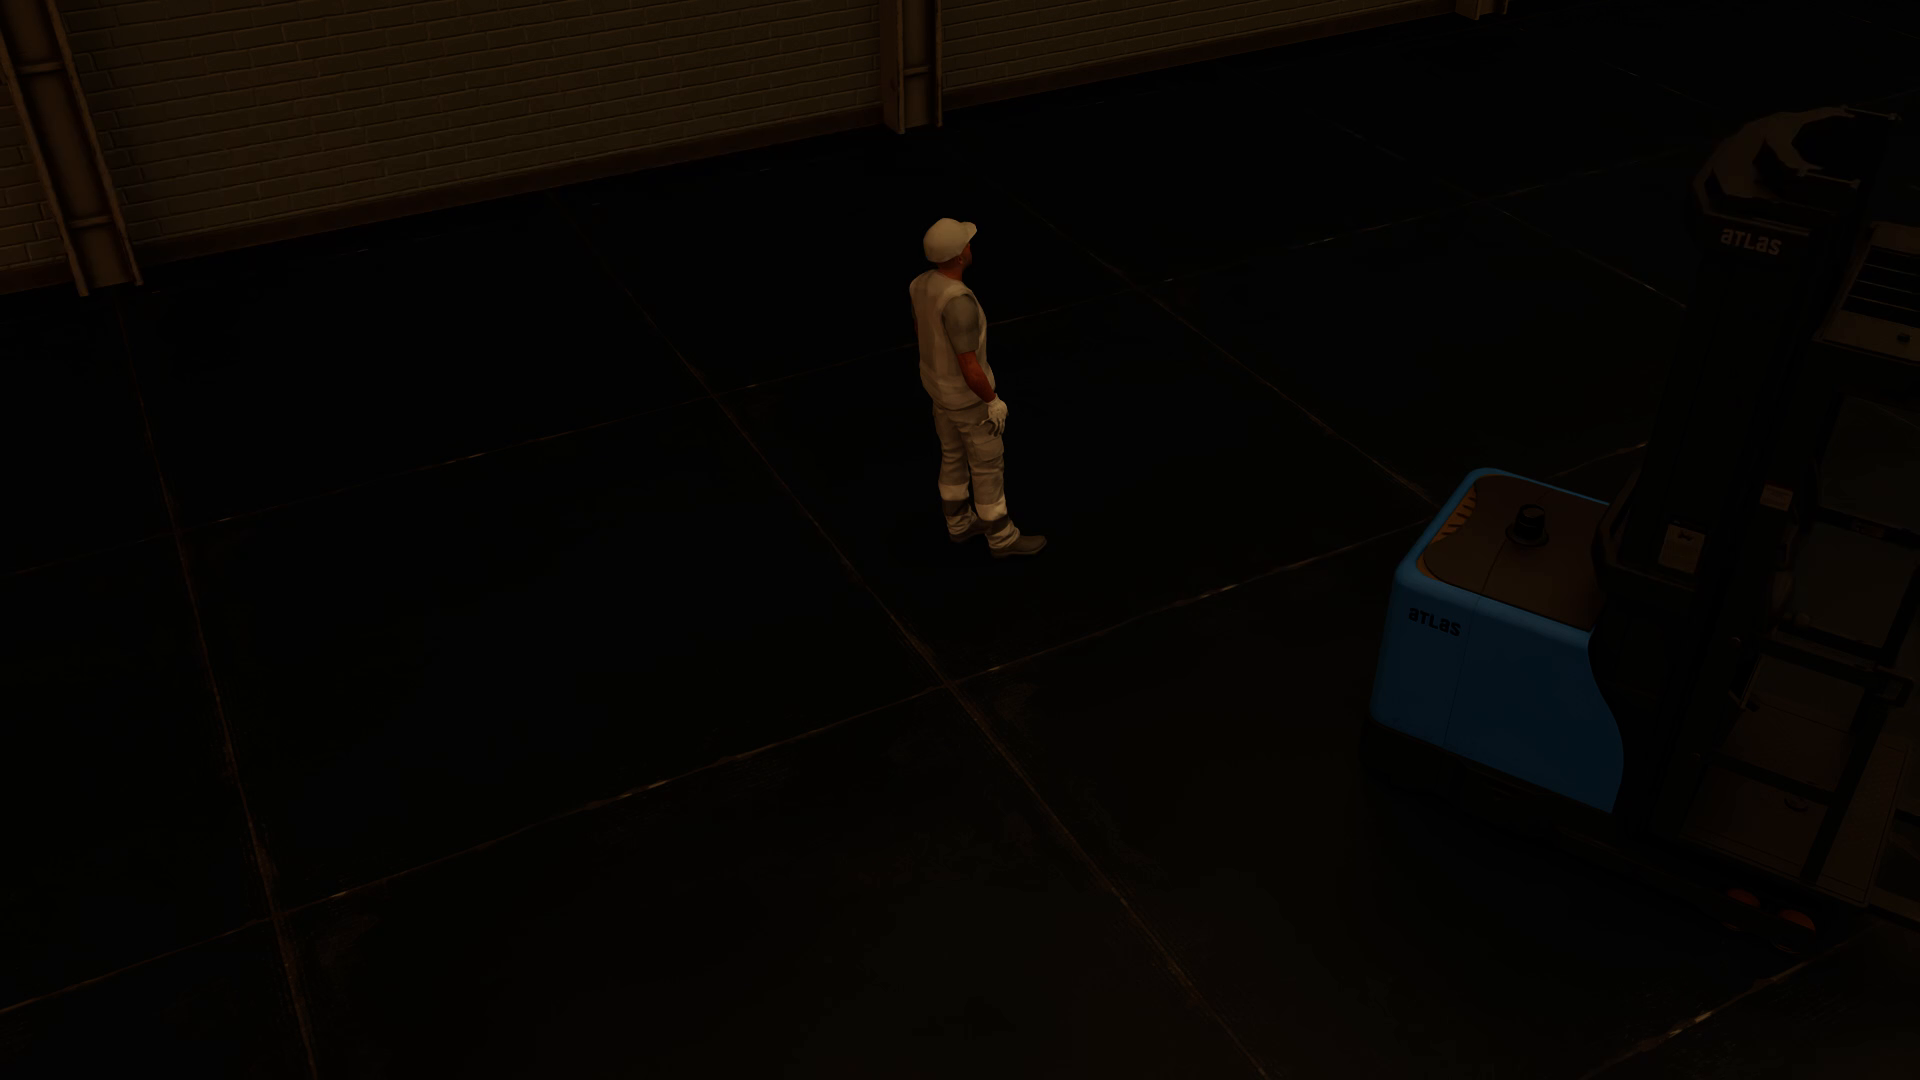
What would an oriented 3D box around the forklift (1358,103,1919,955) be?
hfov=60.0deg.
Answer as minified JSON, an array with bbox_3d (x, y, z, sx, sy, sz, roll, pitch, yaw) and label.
[{"bbox_3d":[3.240,0.042,6.063,3.031,2.935,1.130,21,40,27],"label":"forklift"}]

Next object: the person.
[{"bbox_3d":[0.076,-0.752,8.163,0.564,1.787,0.637,-17,39,-23],"label":"person"}]
